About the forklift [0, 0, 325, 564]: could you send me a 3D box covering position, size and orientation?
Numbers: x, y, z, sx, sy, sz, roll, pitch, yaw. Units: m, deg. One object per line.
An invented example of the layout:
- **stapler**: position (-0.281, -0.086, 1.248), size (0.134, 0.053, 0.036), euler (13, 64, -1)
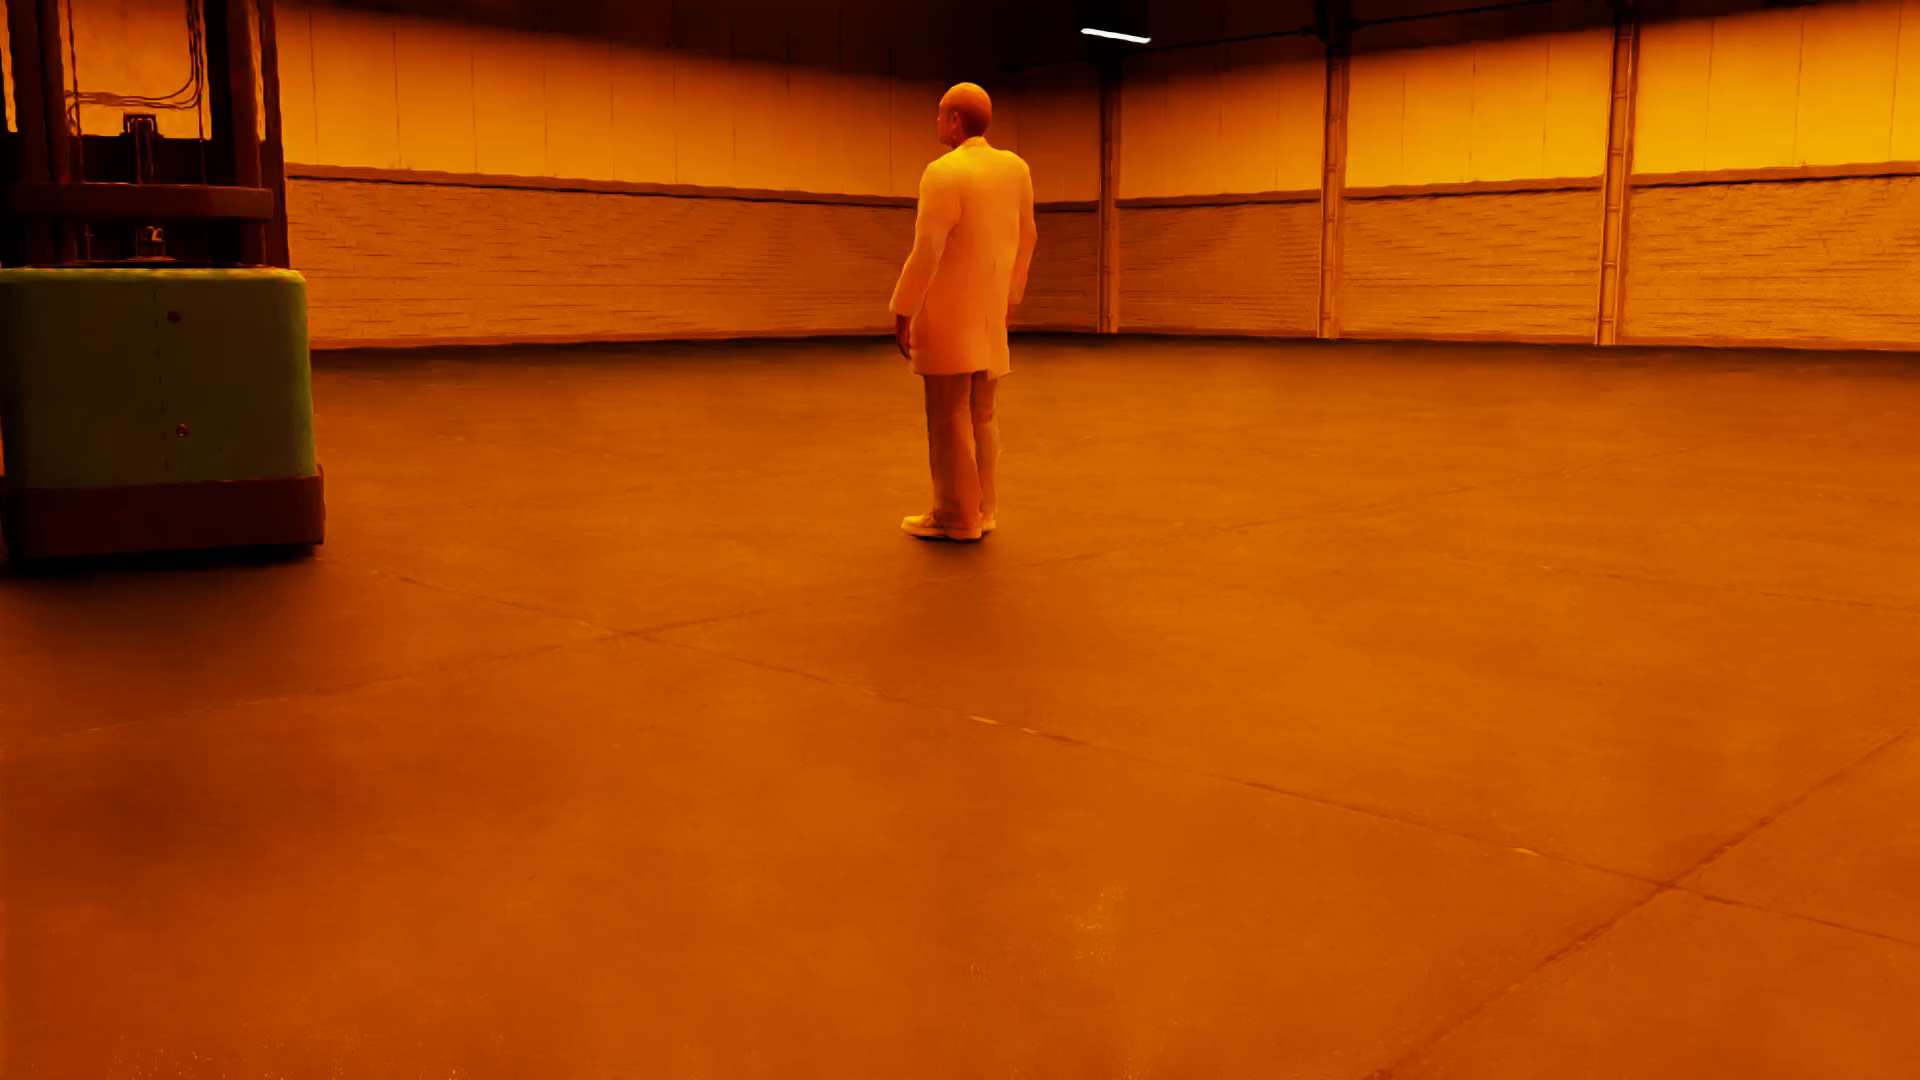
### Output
- **forklift**: position (-3.503, -1.545, 7.133), size (1.130, 2.935, 3.031), euler (-4, 10, -26)

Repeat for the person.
- **person**: position (-0.062, -0.896, 6.650), size (0.579, 1.776, 0.694), euler (8, 12, 43)
